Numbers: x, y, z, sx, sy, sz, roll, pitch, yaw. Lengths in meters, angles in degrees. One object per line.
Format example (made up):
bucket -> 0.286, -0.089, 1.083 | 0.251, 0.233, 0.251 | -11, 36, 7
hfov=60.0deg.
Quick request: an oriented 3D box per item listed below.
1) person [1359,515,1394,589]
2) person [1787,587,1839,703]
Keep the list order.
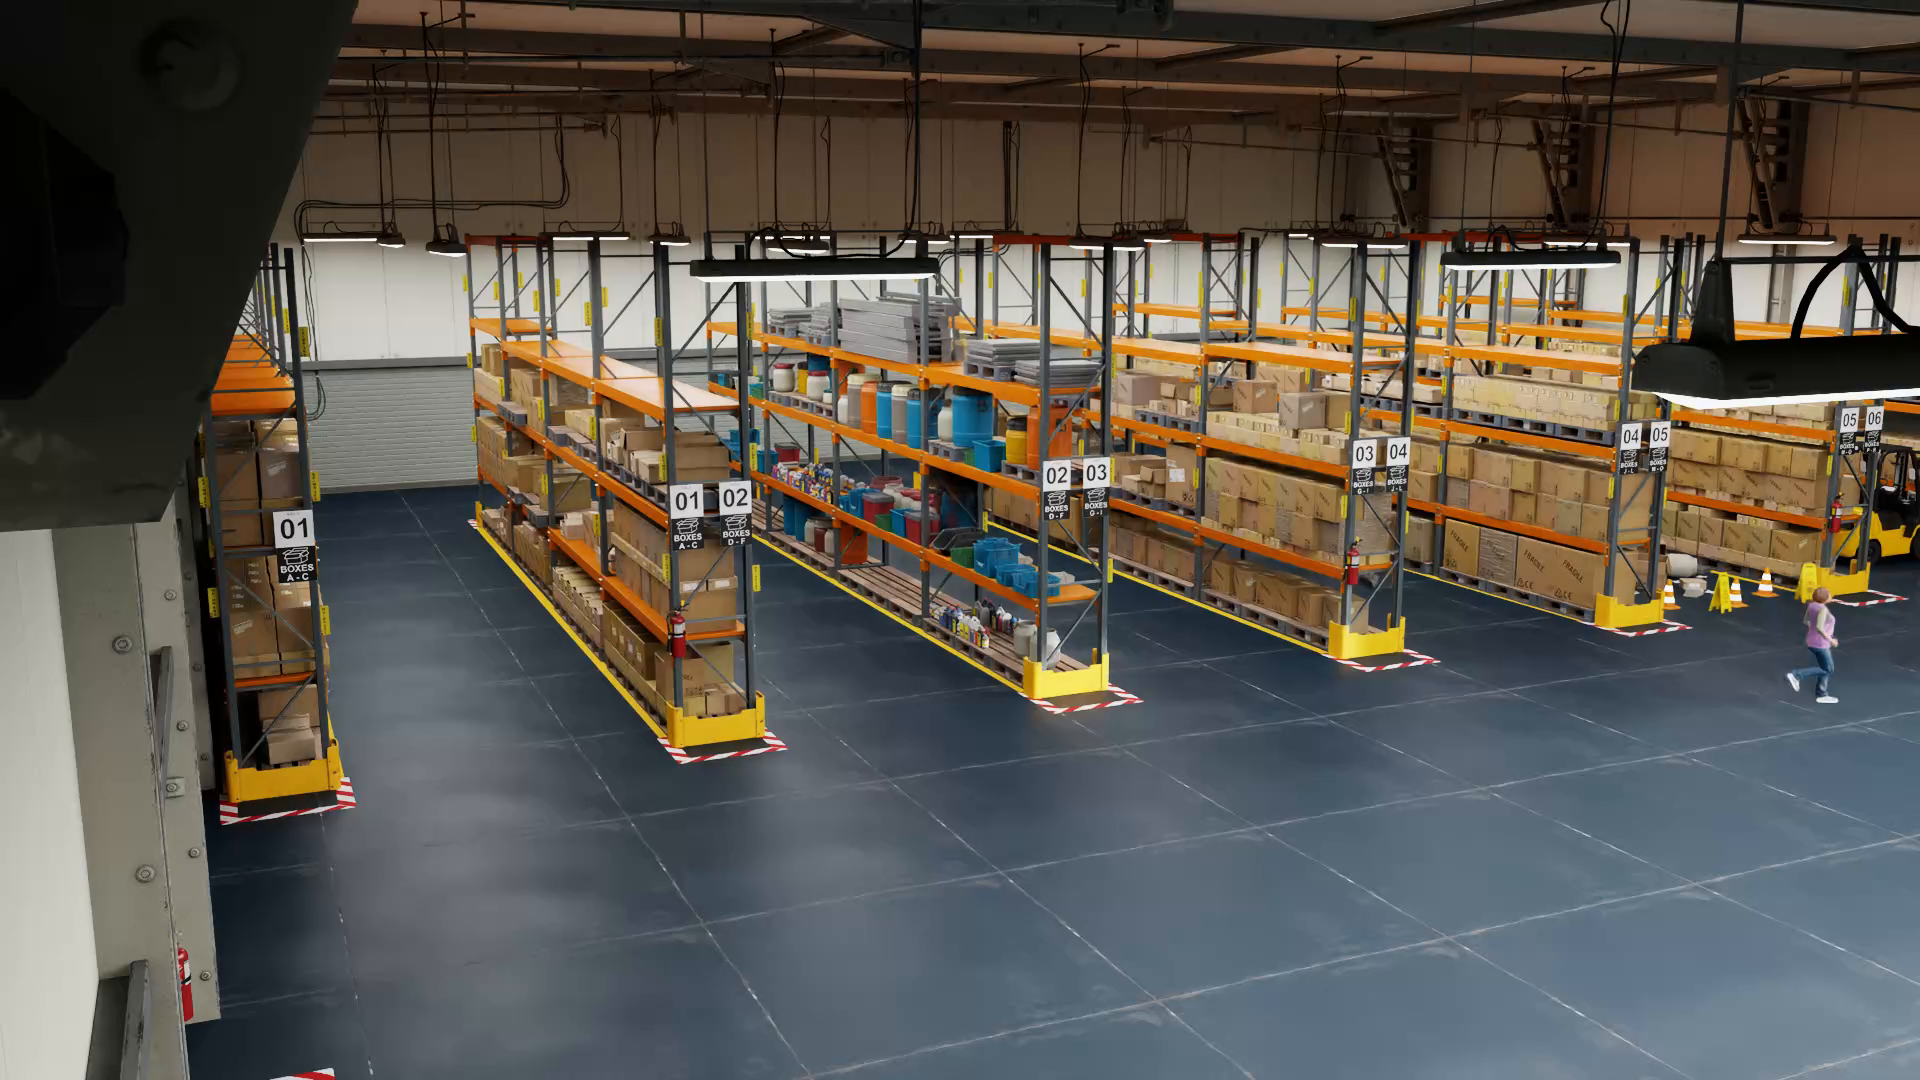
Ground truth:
person -> 7.224, -0.079, 28.915 | 0.624, 1.831, 0.752 | -8, 13, -35
person -> 11.278, 1.378, 21.917 | 0.679, 1.552, 0.554 | 1, 11, 7
